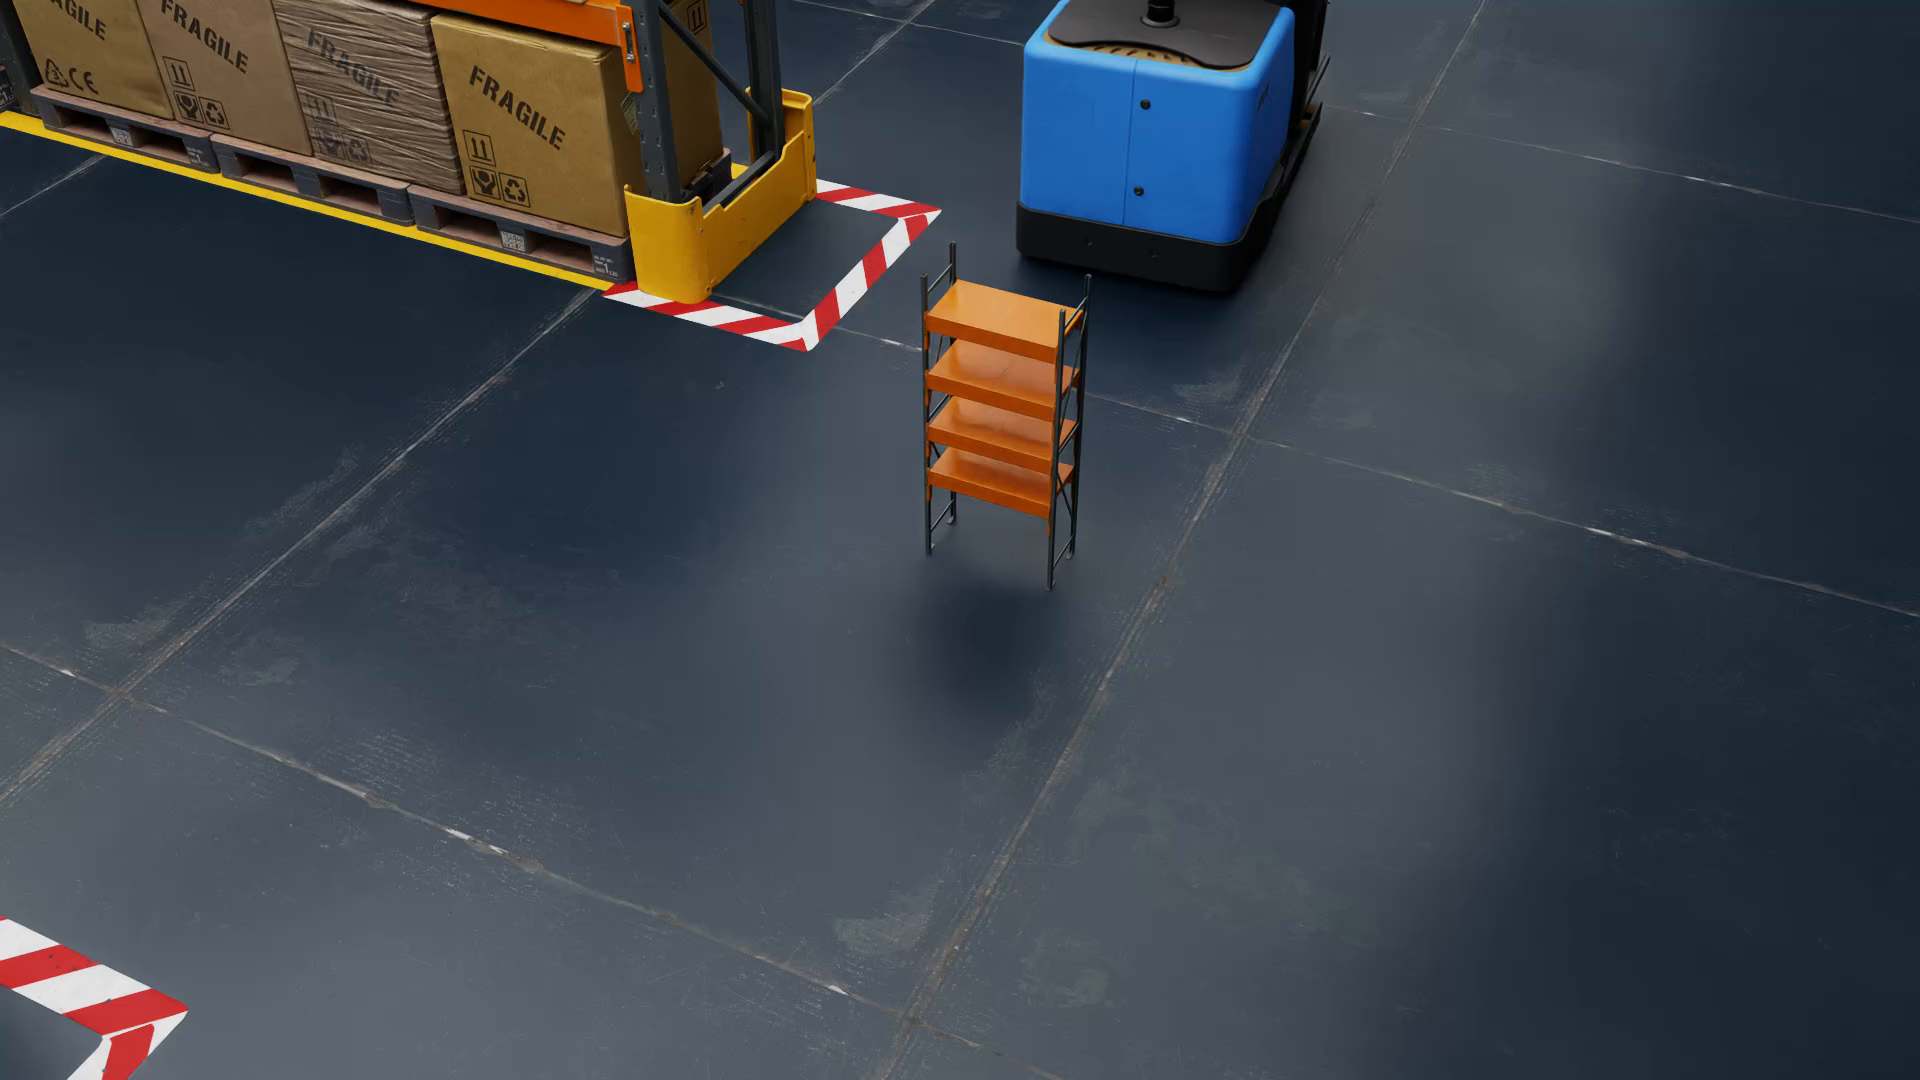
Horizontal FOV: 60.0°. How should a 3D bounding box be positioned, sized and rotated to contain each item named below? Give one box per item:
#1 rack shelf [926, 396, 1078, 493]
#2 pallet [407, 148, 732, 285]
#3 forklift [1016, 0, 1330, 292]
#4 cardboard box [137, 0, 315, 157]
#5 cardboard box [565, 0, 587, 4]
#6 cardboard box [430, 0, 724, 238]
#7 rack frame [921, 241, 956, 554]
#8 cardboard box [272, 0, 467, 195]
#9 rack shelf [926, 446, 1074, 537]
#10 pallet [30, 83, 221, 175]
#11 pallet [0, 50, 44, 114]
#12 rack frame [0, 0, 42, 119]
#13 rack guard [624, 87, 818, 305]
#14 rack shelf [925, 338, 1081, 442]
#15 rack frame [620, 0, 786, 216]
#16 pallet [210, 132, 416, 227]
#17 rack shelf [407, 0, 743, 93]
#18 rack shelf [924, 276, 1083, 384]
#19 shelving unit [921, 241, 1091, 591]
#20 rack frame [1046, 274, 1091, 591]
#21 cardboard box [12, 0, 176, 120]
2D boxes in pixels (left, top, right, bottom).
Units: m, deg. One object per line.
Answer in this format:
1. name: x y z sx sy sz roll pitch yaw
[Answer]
1. rack shelf: 0.150 -0.357 5.848 0.480 0.148 0.258 17 44 19
2. pallet: -1.866 -1.699 8.049 1.213 0.211 1.003 17 44 19
3. forklift: 1.247 -3.189 7.691 1.130 2.935 3.031 14 43 15
4. cardboard box: -3.353 -2.562 8.217 0.875 0.875 0.875 17 44 19
5. cardboard box: -1.570 -2.386 6.905 0.250 0.149 0.380 18 44 19
6. cardboard box: -1.722 -2.063 7.642 0.875 0.875 0.875 17 44 19
7. rack frame: -0.071 -0.475 5.882 0.015 1.200 0.240 17 44 19
8. cardboard box: -2.547 -2.315 7.933 0.875 0.875 0.875 17 44 19
9. rack shelf: 0.150 -0.207 5.978 0.480 0.148 0.258 17 44 19
10. pallet: -4.077 -2.375 8.829 1.213 0.211 1.003 17 44 19
11. pallet: -5.464 -2.801 9.320 1.213 0.211 1.003 17 44 19
12. rack frame: -4.733 -3.686 8.212 0.127 3.000 1.000 17 44 19
13. rack guard: -1.087 -1.627 7.745 0.348 0.500 1.175 17 44 19
14. rack shelf: 0.150 -0.526 5.702 0.480 0.148 0.258 17 44 19
15. rack frame: -1.108 -2.578 6.934 0.127 3.000 1.000 17 44 19
16. pallet: -2.968 -2.038 8.440 1.213 0.211 1.003 17 44 19
17. rack shelf: -2.921 -2.860 7.809 4.000 0.370 1.077 17 44 19
18. rack shelf: 0.150 -0.704 5.547 0.480 0.148 0.258 17 44 19
19. shelving unit: 0.150 -0.408 5.804 0.503 1.200 0.258 17 44 19
20. rack frame: 0.371 -0.340 5.726 0.015 1.200 0.240 17 44 19
21. cardboard box: -4.169 -2.811 8.505 0.875 0.875 0.875 17 44 19
